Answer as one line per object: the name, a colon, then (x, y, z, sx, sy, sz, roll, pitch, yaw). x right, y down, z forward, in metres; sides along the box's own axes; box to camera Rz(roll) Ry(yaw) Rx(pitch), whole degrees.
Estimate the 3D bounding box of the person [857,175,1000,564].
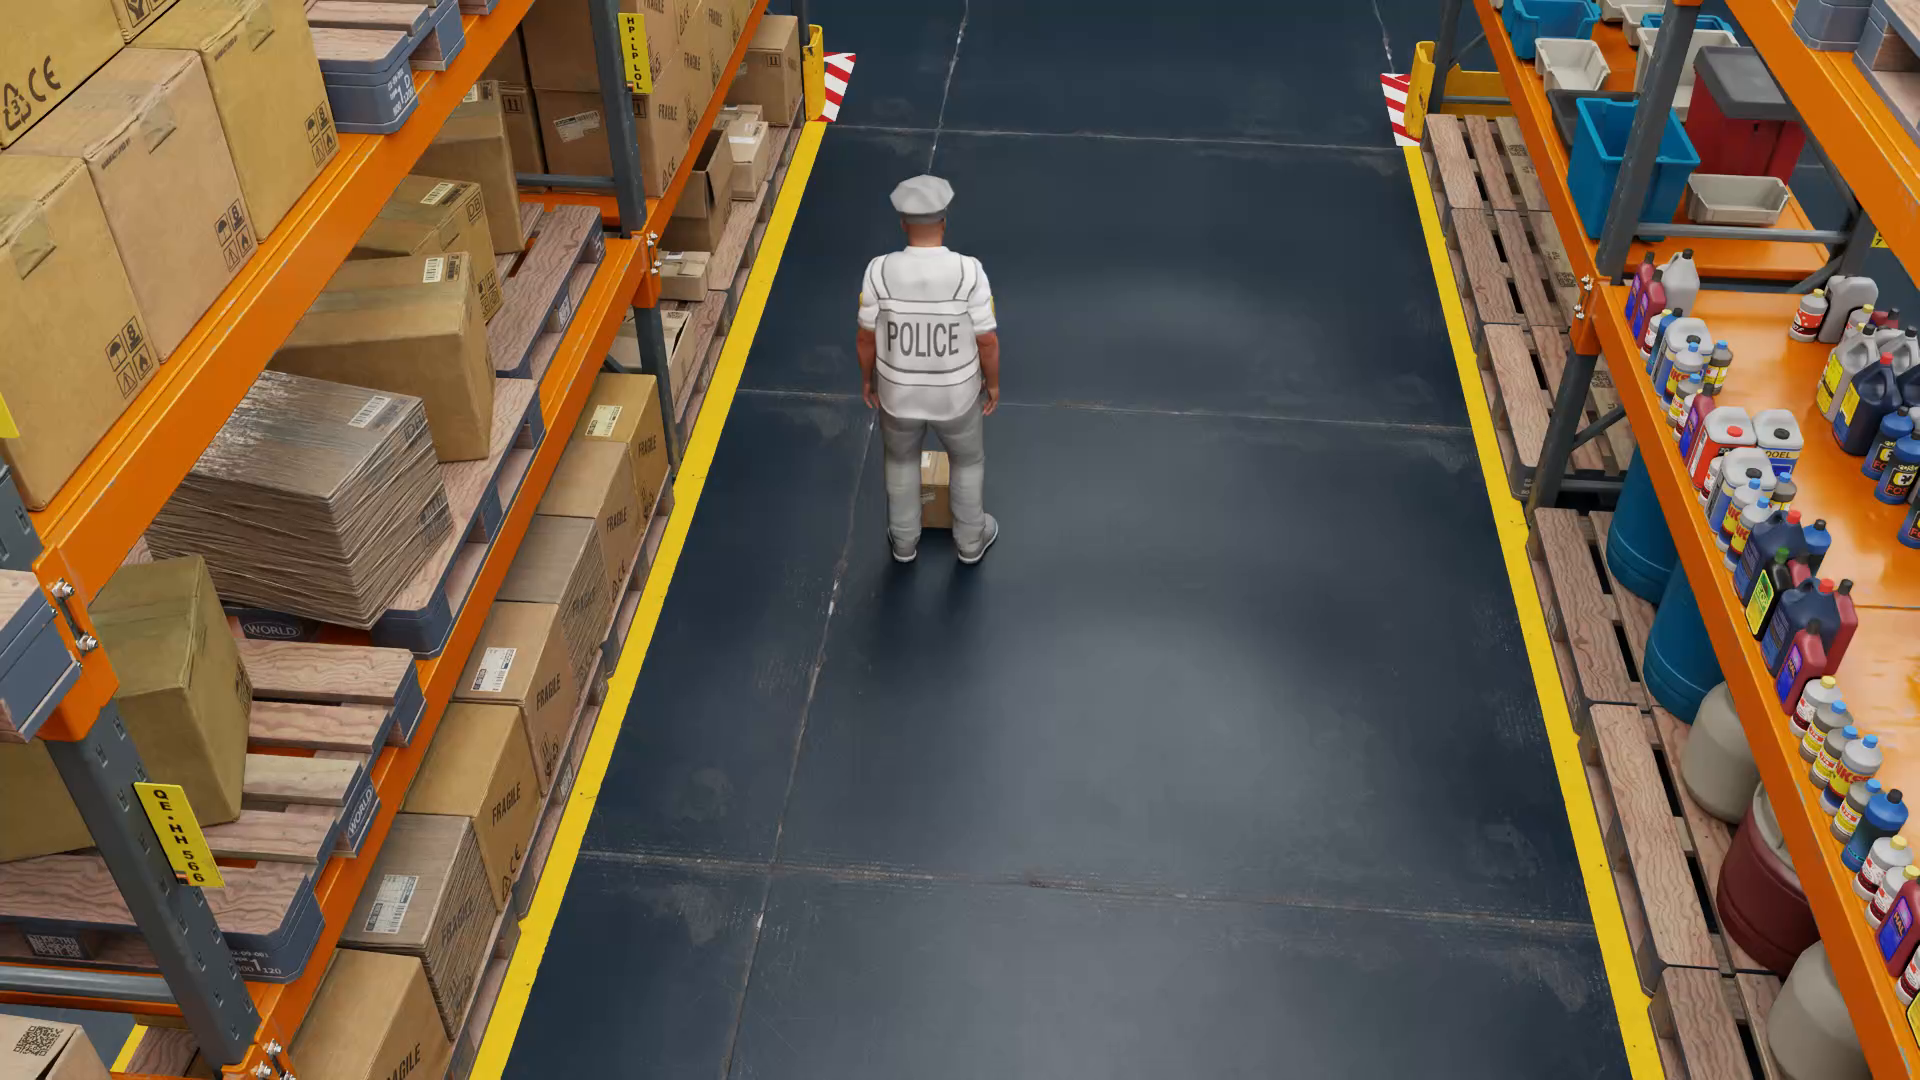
person: (-0.128, -0.633, 6.909, 0.585, 1.748, 0.432, 3, 40, 4)
